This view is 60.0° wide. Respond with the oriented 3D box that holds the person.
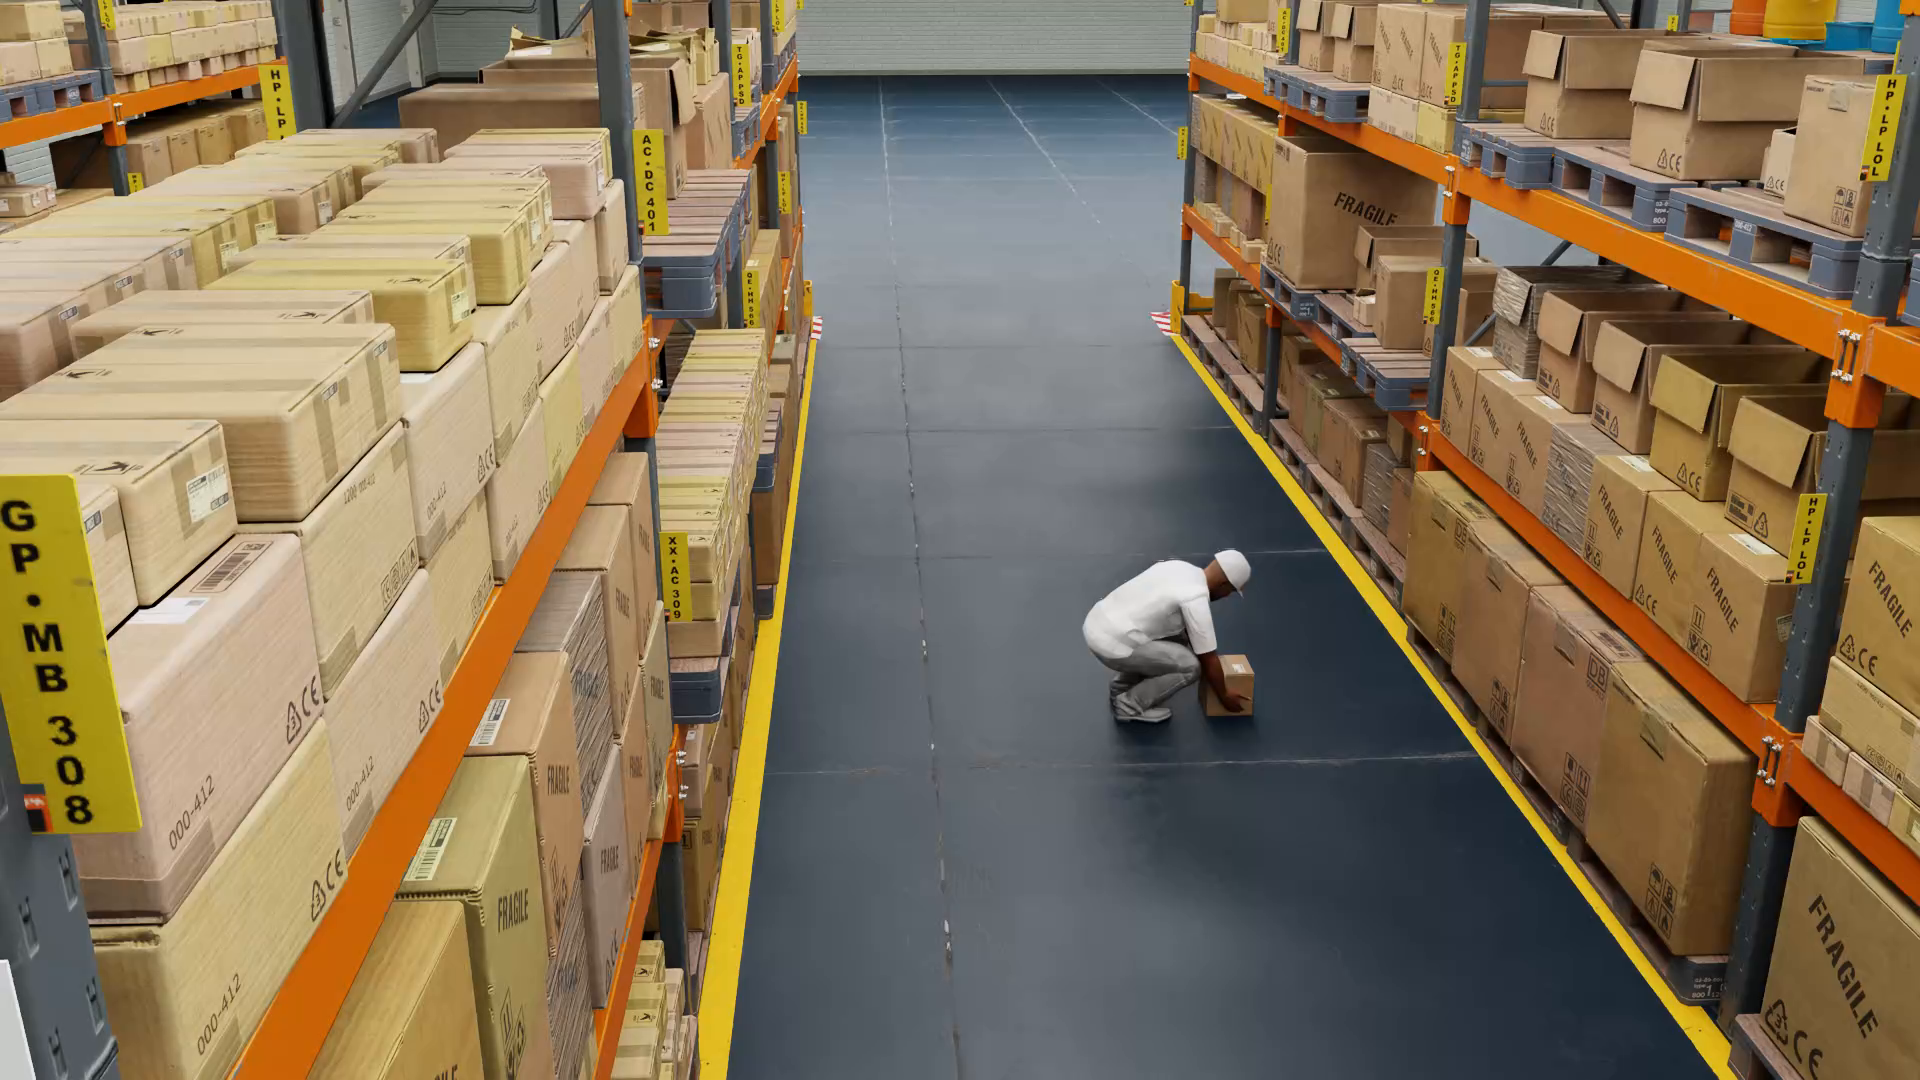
[{"bbox_3d":[1.113,0.492,8.980,0.896,0.893,0.564,-1,20,-3],"label":"person"}]
